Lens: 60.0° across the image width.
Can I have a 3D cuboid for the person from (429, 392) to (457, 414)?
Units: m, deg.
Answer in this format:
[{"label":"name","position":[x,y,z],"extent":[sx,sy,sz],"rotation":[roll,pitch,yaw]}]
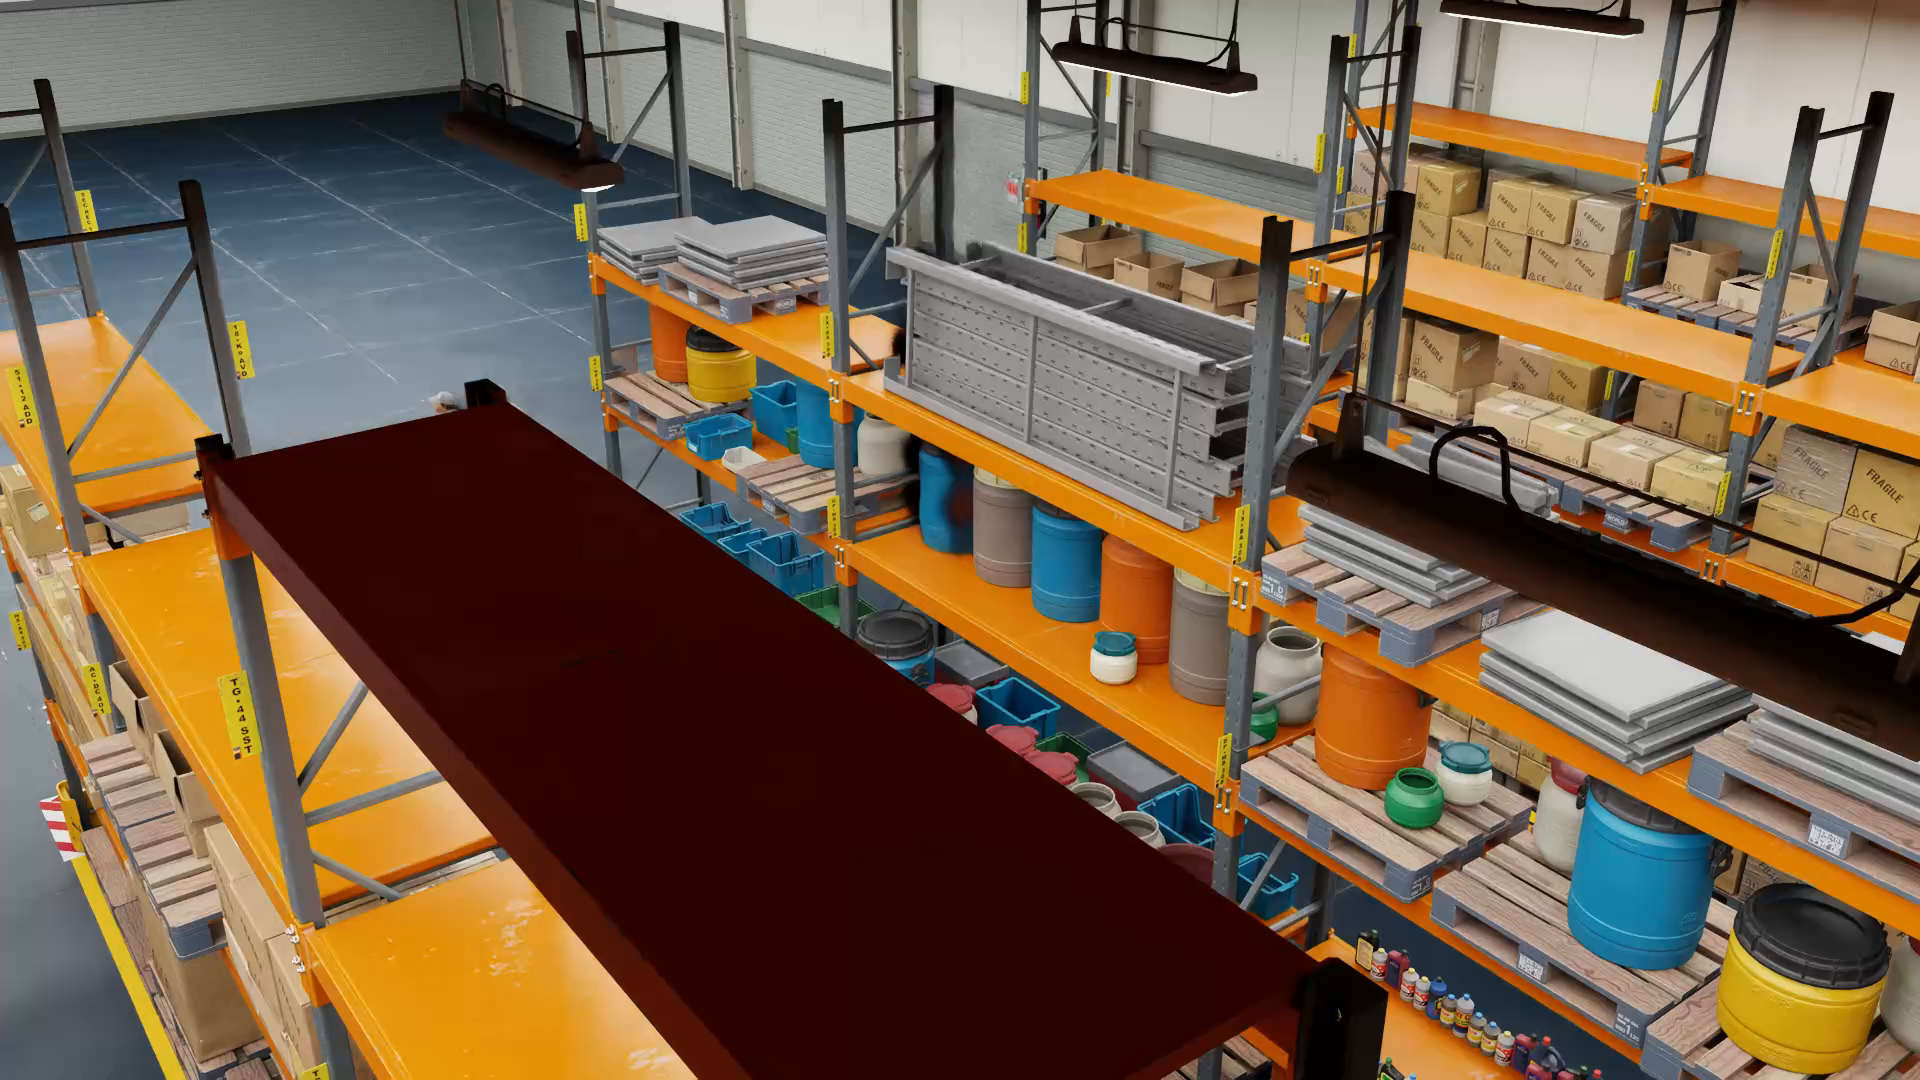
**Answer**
[{"label":"person","position":[-5.838,-0.914,18.997],"extent":[0.569,1.618,0.646],"rotation":[-4,25,-8]}]
